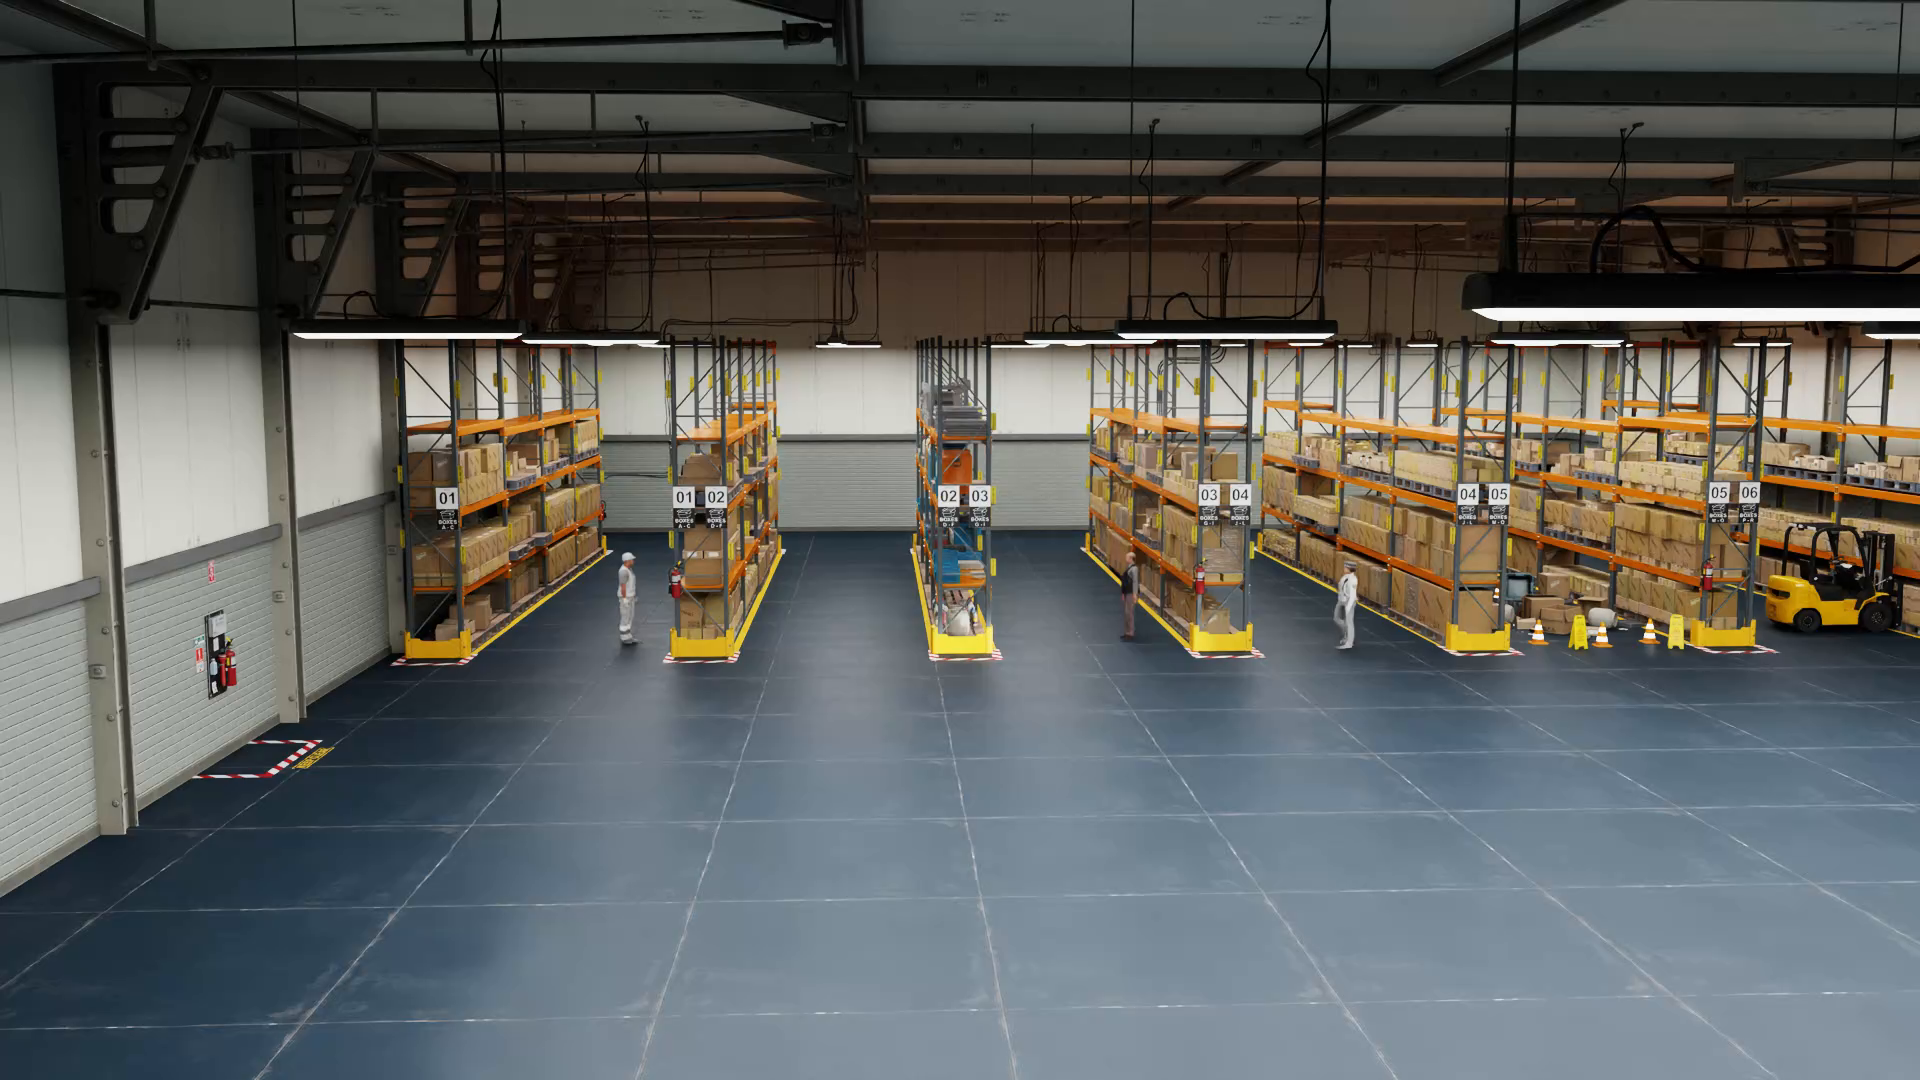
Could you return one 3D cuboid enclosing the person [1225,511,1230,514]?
[{"bbox_3d":[7.632,-0.379,46.647,0.462,1.614,0.988,0,6,-3],"label":"person"}]

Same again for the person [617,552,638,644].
[{"bbox_3d":[-6.513,1.131,32.571,0.362,1.794,0.578,1,7,7],"label":"person"}]

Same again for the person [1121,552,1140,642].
[{"bbox_3d":[3.366,1.120,33.084,0.412,1.750,0.637,0,6,-3],"label":"person"}]

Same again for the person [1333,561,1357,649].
[{"bbox_3d":[7.486,1.230,32.203,0.454,1.677,0.575,-2,7,-21],"label":"person"}]
